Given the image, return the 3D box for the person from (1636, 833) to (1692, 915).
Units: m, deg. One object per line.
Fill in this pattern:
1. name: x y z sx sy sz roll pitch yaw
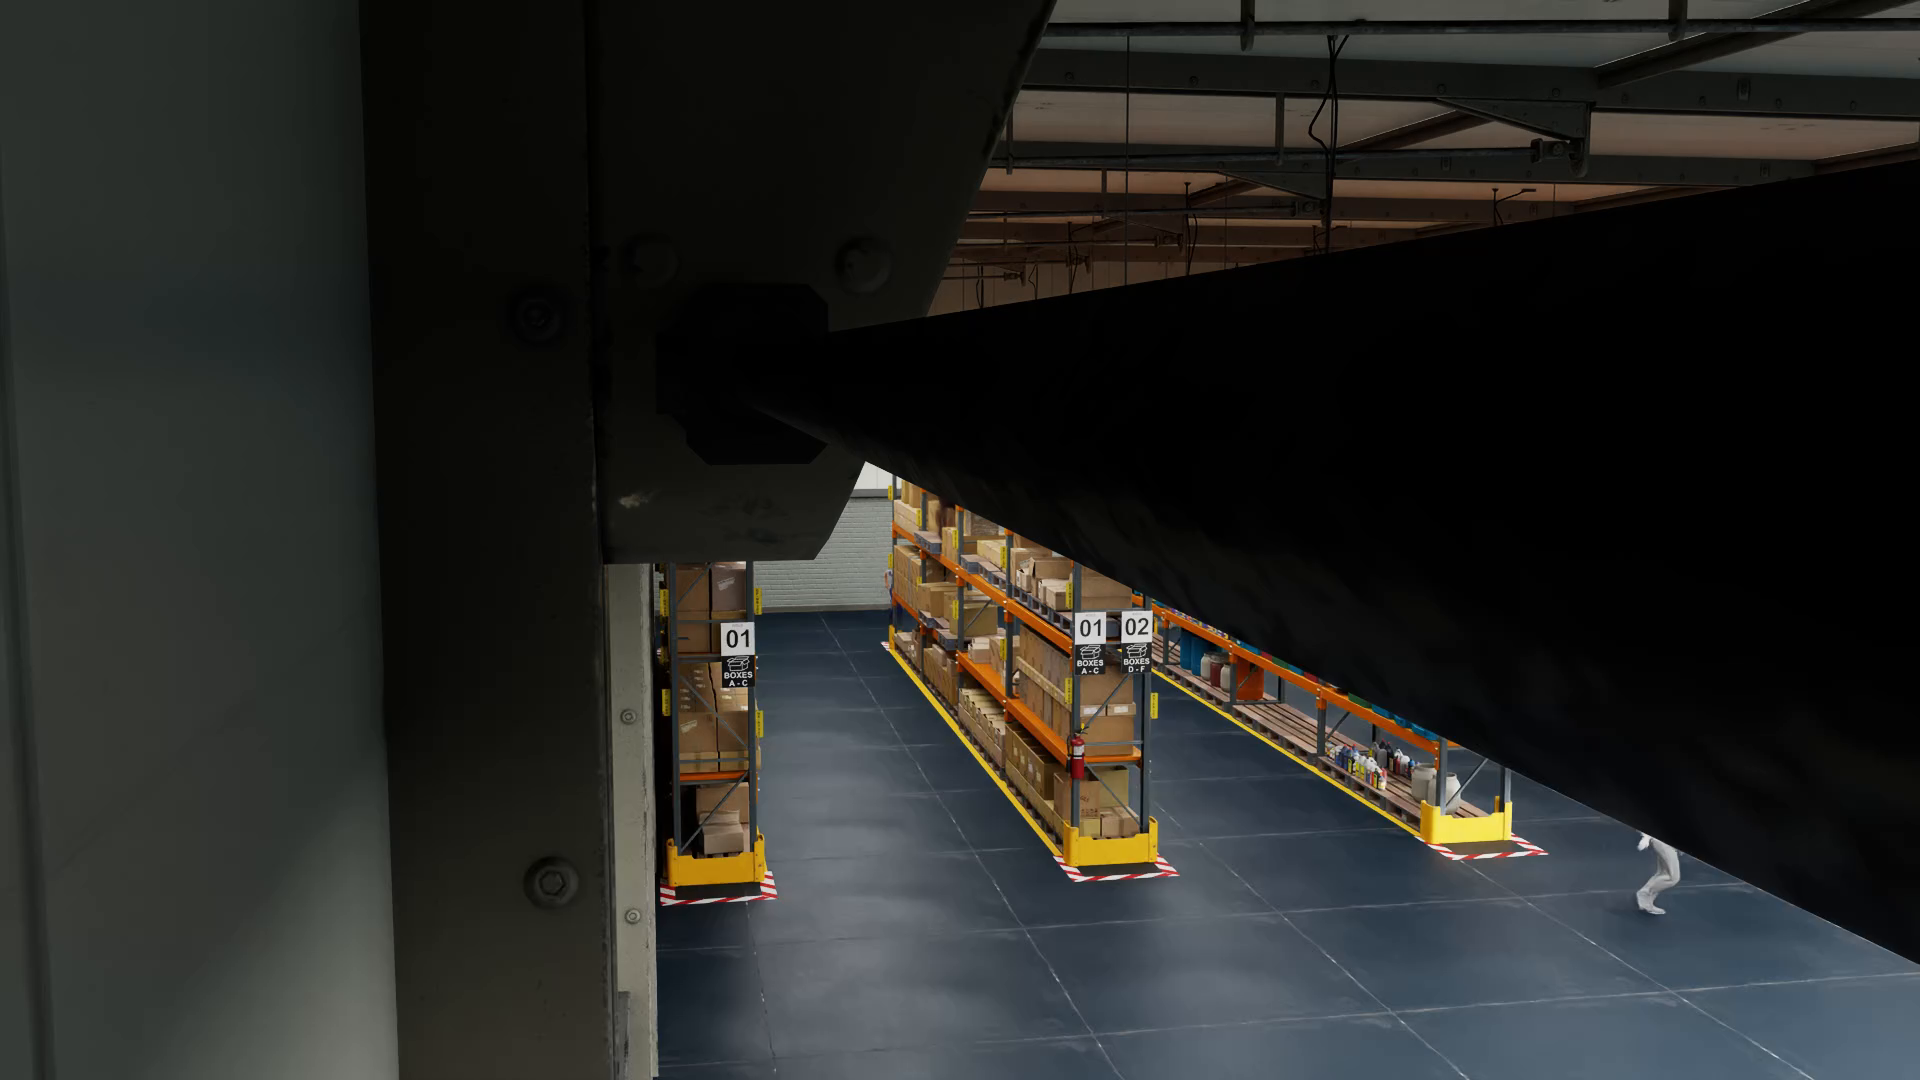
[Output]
1. person: 8.077 3.484 18.991 0.556 1.619 0.620 5 8 38

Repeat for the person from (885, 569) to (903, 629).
1. person: -1.479 1.302 39.561 0.629 1.643 0.909 -3 7 -29

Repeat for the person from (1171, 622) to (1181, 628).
1. person: 5.317 1.264 39.064 0.685 1.780 0.829 -5 8 -40
